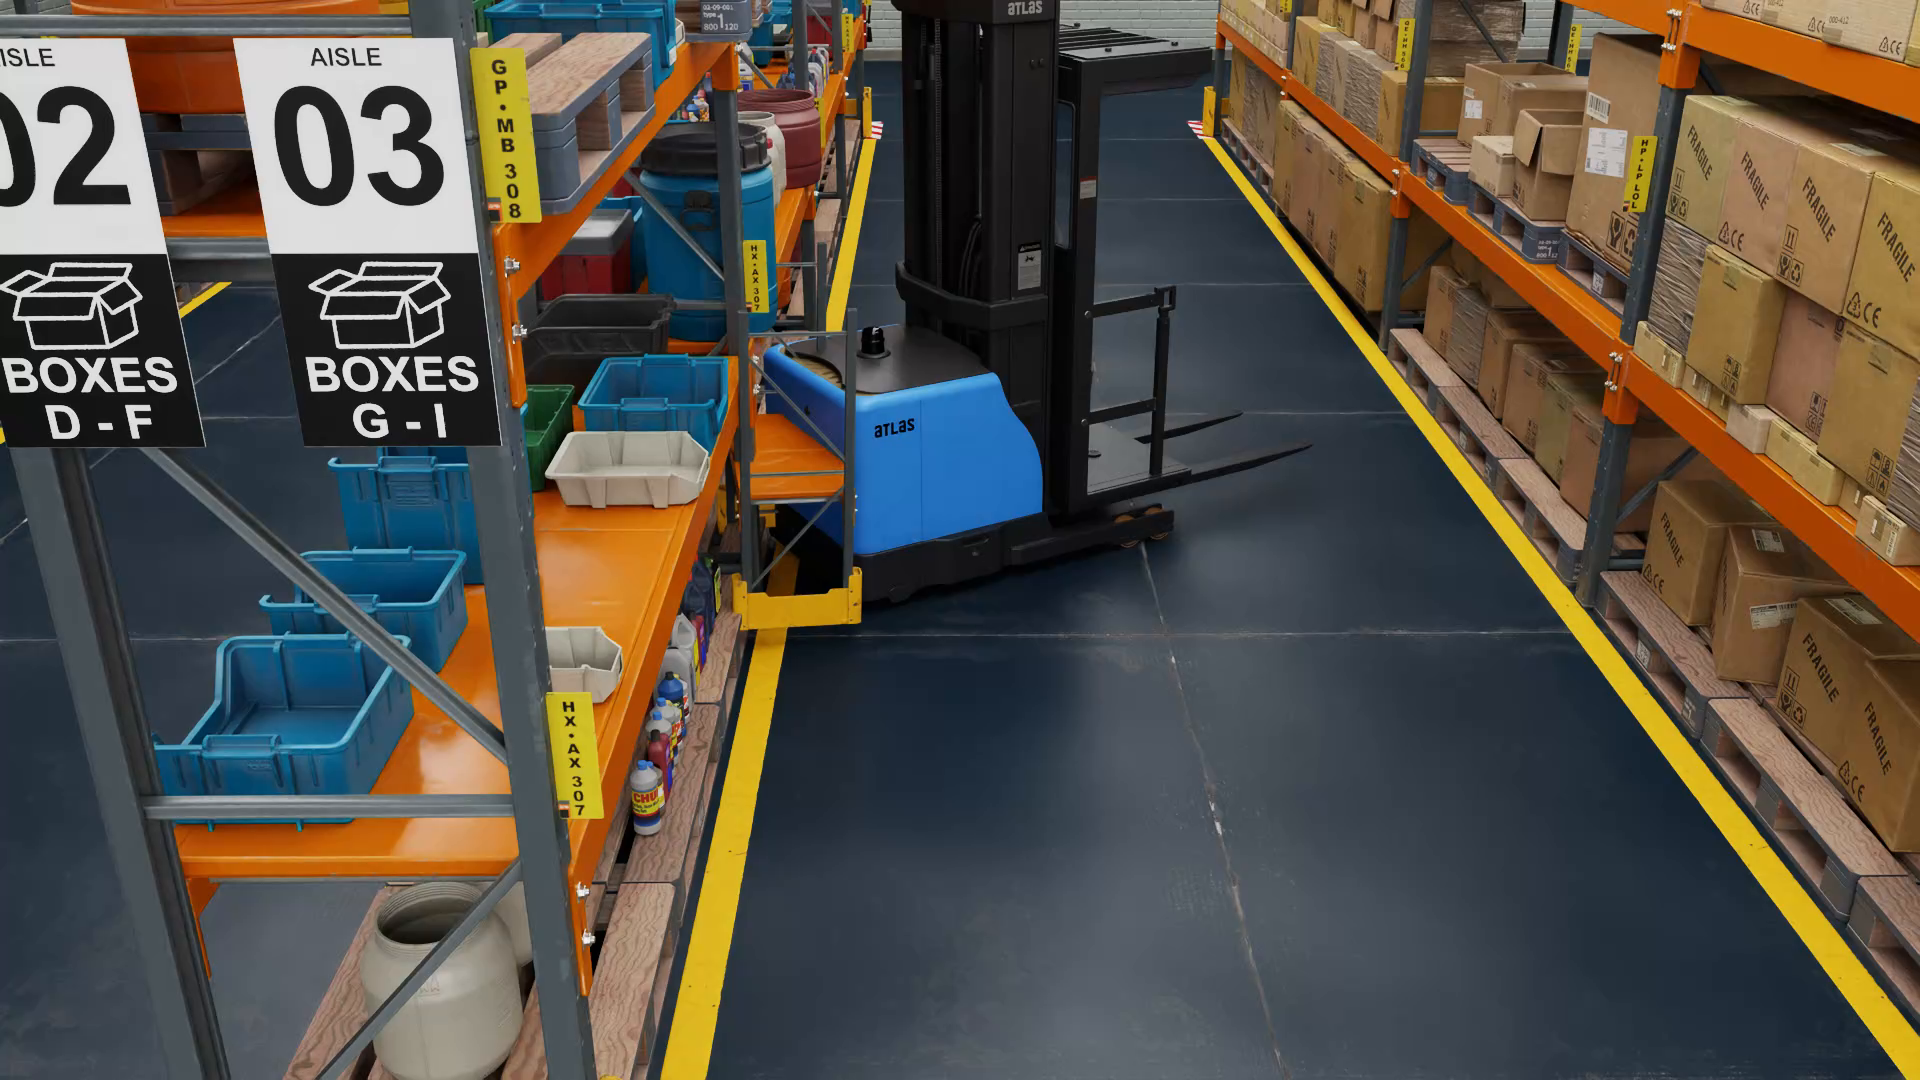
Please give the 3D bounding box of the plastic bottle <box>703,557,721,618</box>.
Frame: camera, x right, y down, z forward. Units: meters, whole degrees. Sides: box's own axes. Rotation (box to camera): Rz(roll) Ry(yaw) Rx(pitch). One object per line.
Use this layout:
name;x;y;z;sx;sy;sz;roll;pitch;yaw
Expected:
plastic bottle;-1.116;0.195;7.441;0.061;0.283;0.133;1;24;2

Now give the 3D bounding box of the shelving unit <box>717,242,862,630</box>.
shelving unit;-0.814;-0.511;7.752;0.587;1.500;1.083;-3;26;-11

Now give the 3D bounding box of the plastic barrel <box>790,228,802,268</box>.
plastic barrel;-1.529;-2.446;12.936;0.600;0.588;0.708;0;24;-1

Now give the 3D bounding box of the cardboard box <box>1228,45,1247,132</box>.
cardboard box;3.458;-4.966;18.158;0.875;0.875;0.875;0;24;-1

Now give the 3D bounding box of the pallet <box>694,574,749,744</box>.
pallet;-1.486;0.509;7.369;1.003;0.211;1.213;0;24;-1

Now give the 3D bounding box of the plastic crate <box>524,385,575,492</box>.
plastic crate;-1.719;-0.381;6.211;0.450;0.188;0.662;0;24;-1

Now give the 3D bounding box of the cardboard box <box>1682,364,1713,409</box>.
cardboard box;3.223;-0.651;6.853;0.380;0.149;0.250;0;24;-1

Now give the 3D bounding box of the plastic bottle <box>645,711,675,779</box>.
plastic bottle;-1.119;0.763;6.201;0.097;0.271;0.097;0;24;0

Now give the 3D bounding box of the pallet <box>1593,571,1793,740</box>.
pallet;3.544;0.486;7.419;1.003;0.211;1.213;0;24;-1

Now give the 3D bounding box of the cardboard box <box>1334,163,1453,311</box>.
cardboard box;3.471;-2.217;12.080;1.225;0.875;0.875;-1;24;-3

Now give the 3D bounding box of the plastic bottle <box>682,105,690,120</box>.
plastic bottle;-1.928;-2.894;11.649;0.061;0.283;0.133;0;24;-1

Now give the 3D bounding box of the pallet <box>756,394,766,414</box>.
pallet;-1.515;-0.596;9.811;1.003;0.211;1.213;0;24;-1

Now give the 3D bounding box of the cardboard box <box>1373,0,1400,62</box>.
cardboard box;3.462;-3.782;12.133;0.797;0.503;0.637;0;24;1

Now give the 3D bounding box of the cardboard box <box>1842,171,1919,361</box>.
cardboard box;3.281;-0.893;5.389;0.500;0.500;0.500;0;24;-1

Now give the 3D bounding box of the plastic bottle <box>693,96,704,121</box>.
plastic bottle;-1.916;-3.096;12.112;0.097;0.271;0.097;0;24;0

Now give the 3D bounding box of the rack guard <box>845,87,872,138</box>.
rack guard;-1.595;-4.854;18.876;1.175;0.500;0.348;0;24;-1

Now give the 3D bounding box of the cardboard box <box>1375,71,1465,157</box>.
cardboard box;3.205;-2.957;11.527;0.500;0.500;0.500;0;24;1

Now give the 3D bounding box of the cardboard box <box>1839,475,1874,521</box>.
cardboard box;3.281;-0.136;5.715;0.380;0.149;0.250;0;24;-1

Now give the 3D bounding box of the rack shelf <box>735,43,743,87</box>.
rack shelf;-1.473;-2.902;8.759;1.077;0.370;4.000;0;24;-1

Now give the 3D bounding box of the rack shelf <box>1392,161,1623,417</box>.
rack shelf;3.480;-1.557;9.426;1.077;0.370;4.000;0;24;-1

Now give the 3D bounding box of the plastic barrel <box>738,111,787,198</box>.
plastic barrel;-1.270;-2.315;10.093;0.421;0.512;0.421;0;24;0

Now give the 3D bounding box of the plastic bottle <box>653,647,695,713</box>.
plastic bottle;-1.152;0.545;6.676;0.152;0.276;0.135;0;24;0

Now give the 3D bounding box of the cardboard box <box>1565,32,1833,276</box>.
cardboard box;3.633;-1.854;7.971;1.000;1.000;1.000;0;24;0

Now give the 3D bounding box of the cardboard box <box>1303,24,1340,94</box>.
cardboard box;3.176;-4.005;13.844;0.500;0.500;0.500;0;24;0

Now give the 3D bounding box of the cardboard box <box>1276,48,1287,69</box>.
cardboard box;3.083;-4.367;15.071;0.380;0.149;0.250;0;24;0

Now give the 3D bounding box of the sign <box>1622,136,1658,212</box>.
sign;2.947;-1.584;7.208;0.100;0.325;0.005;0;24;-1

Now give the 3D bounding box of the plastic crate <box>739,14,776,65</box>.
plastic crate;-1.885;-4.546;15.108;0.392;0.384;0.575;0;24;-1

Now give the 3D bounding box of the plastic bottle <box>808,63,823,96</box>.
plastic bottle;-1.201;-3.759;13.573;0.152;0.276;0.135;0;24;-1

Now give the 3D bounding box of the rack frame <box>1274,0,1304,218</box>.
rack frame;3.414;-4.357;14.744;1.000;3.000;0.127;0;24;-1

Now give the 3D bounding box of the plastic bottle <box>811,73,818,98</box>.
plastic bottle;-1.149;-3.517;13.027;0.061;0.283;0.133;0;24;-1

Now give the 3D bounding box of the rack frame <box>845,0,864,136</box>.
rack frame;-1.582;-5.983;18.340;1.000;3.000;0.127;0;24;-1

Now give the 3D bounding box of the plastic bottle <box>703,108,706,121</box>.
plastic bottle;-1.917;-3.104;12.215;0.097;0.201;0.097;0;24;0

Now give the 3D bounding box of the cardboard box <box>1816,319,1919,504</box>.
cardboard box;3.485;-0.438;5.597;0.875;0.500;0.500;0;24;-1

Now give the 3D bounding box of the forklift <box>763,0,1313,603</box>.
forklift;0.533;-1.468;8.440;3.031;2.935;1.130;-14;28;-28

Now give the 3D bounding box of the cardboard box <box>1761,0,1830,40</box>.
cardboard box;3.261;-1.955;5.974;0.500;0.250;0.500;0;24;-1

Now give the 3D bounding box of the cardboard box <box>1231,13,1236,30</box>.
cardboard box;3.056;-5.425;17.409;0.380;0.149;0.250;-1;24;-1

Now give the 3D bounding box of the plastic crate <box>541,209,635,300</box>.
plastic crate;-1.762;-1.266;7.831;0.402;0.464;0.583;0;24;-1

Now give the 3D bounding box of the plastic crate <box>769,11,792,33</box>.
plastic crate;-1.891;-5.165;16.660;0.416;0.233;0.300;0;24;-1

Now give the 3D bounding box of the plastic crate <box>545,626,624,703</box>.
plastic crate;-1.096;0.360;4.635;0.298;0.136;0.250;0;24;-1

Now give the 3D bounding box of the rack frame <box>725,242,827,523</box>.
rack frame;-0.912;-0.728;8.192;0.500;1.500;0.032;-3;26;-11

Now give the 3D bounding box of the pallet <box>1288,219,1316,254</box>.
pallet;3.498;-2.769;14.617;1.003;0.211;1.213;0;24;-1

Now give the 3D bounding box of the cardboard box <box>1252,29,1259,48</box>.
cardboard box;3.069;-4.897;16.242;0.380;0.149;0.250;-1;24;-1

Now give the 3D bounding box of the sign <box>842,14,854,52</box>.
sign;-0.988;-4.463;14.642;0.100;0.325;0.005;0;24;-1

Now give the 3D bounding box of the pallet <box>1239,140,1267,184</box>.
pallet;3.468;-3.905;17.127;1.003;0.211;1.213;0;24;-1

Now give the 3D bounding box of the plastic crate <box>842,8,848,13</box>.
plastic crate;-1.392;-5.555;17.640;0.396;0.136;0.243;0;24;-1

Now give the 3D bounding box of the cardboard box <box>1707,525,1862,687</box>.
cardboard box;3.480;0.288;6.998;0.500;0.500;0.500;8;25;16

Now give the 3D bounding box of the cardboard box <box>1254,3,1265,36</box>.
cardboard box;3.133;-5.029;16.050;0.500;0.250;0.500;0;24;1

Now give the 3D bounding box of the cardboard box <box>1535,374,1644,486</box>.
cardboard box;3.530;-0.572;8.875;0.700;0.500;0.500;0;24;-1

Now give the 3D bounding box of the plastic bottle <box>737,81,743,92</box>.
plastic bottle;-1.777;-3.583;13.274;0.097;0.201;0.097;0;24;0

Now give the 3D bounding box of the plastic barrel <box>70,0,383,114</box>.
plastic barrel;-1.540;-1.344;3.410;0.600;0.830;0.708;0;24;-1
